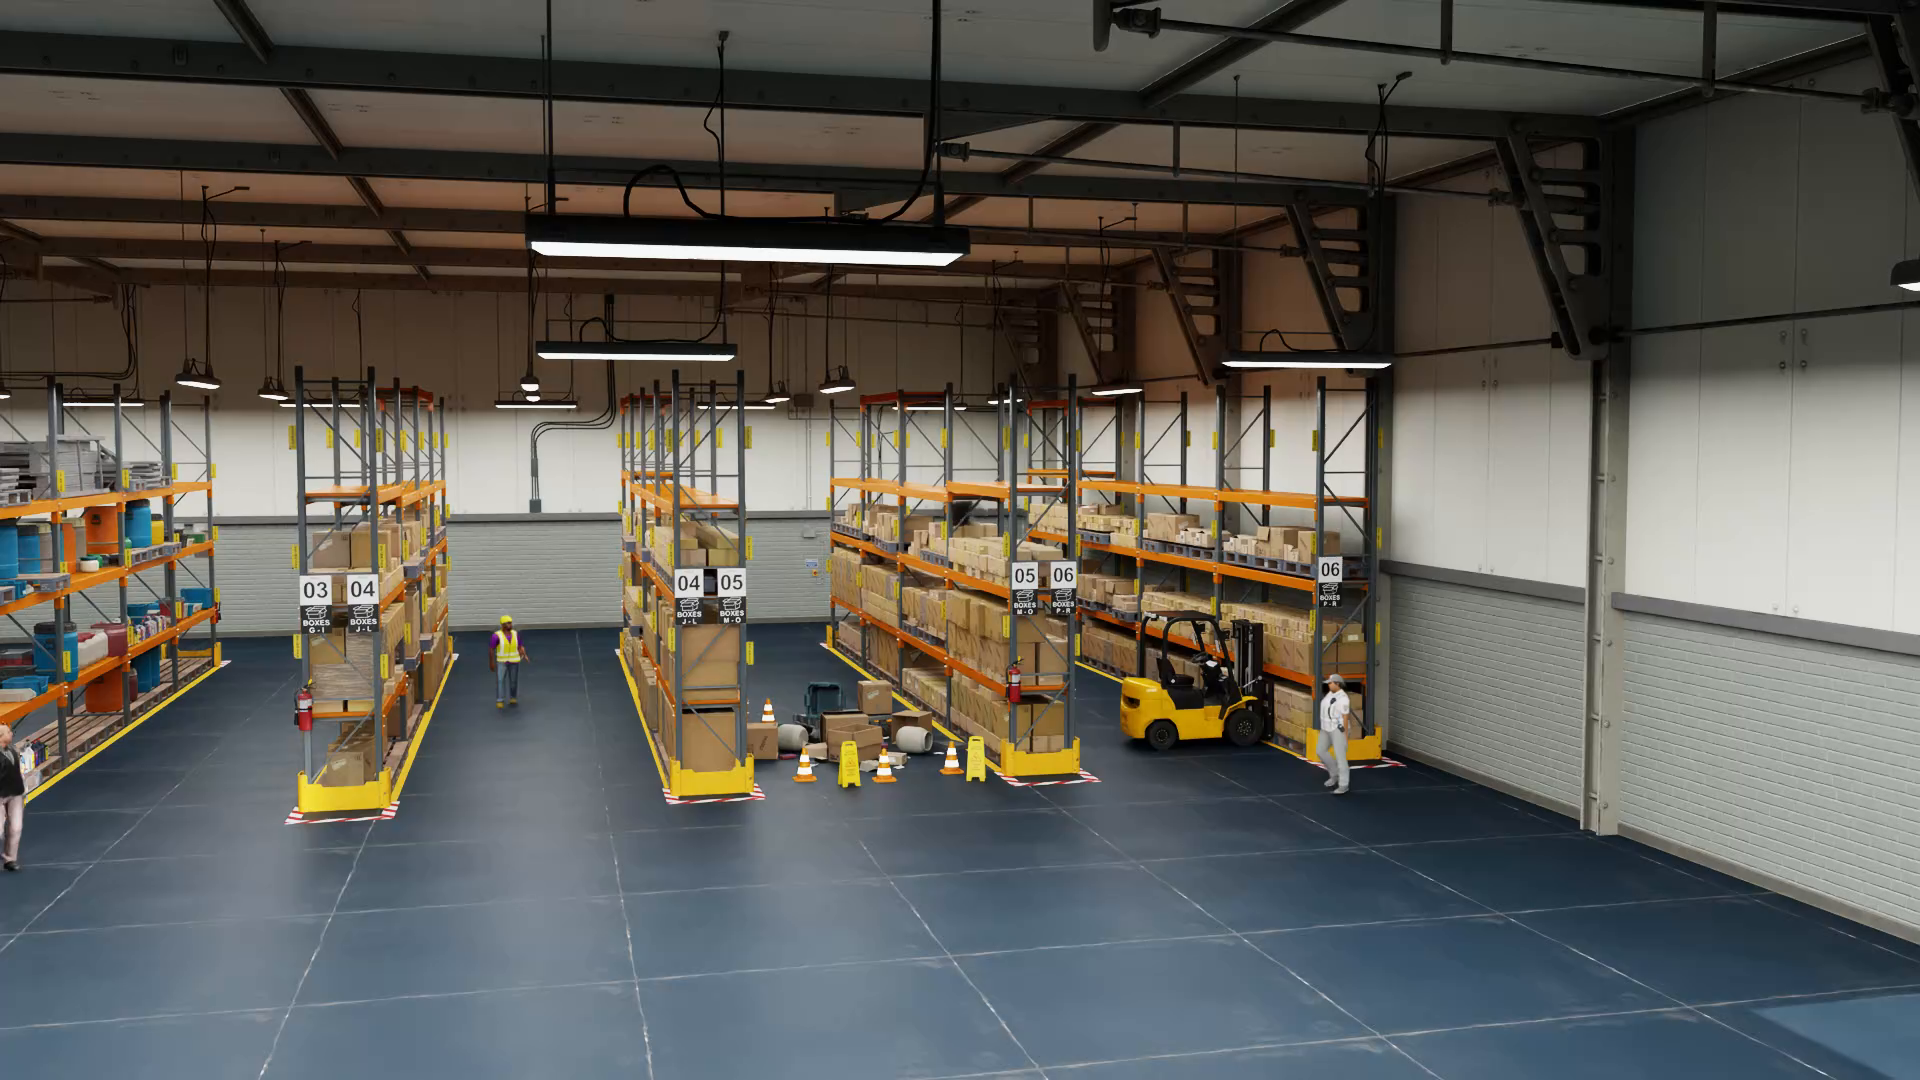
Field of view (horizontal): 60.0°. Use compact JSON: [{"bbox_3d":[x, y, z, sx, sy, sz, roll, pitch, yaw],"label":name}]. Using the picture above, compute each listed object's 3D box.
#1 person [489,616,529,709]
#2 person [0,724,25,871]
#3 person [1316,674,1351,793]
[{"bbox_3d":[-8.415,2.265,31.043,0.740,1.701,1.070,-1,3,-10],"label":"person"},{"bbox_3d":[-11.126,2.985,19.288,0.520,1.706,0.547,2,4,36],"label":"person"},{"bbox_3d":[5.369,2.746,23.755,0.444,1.681,0.591,-1,4,-20],"label":"person"}]
